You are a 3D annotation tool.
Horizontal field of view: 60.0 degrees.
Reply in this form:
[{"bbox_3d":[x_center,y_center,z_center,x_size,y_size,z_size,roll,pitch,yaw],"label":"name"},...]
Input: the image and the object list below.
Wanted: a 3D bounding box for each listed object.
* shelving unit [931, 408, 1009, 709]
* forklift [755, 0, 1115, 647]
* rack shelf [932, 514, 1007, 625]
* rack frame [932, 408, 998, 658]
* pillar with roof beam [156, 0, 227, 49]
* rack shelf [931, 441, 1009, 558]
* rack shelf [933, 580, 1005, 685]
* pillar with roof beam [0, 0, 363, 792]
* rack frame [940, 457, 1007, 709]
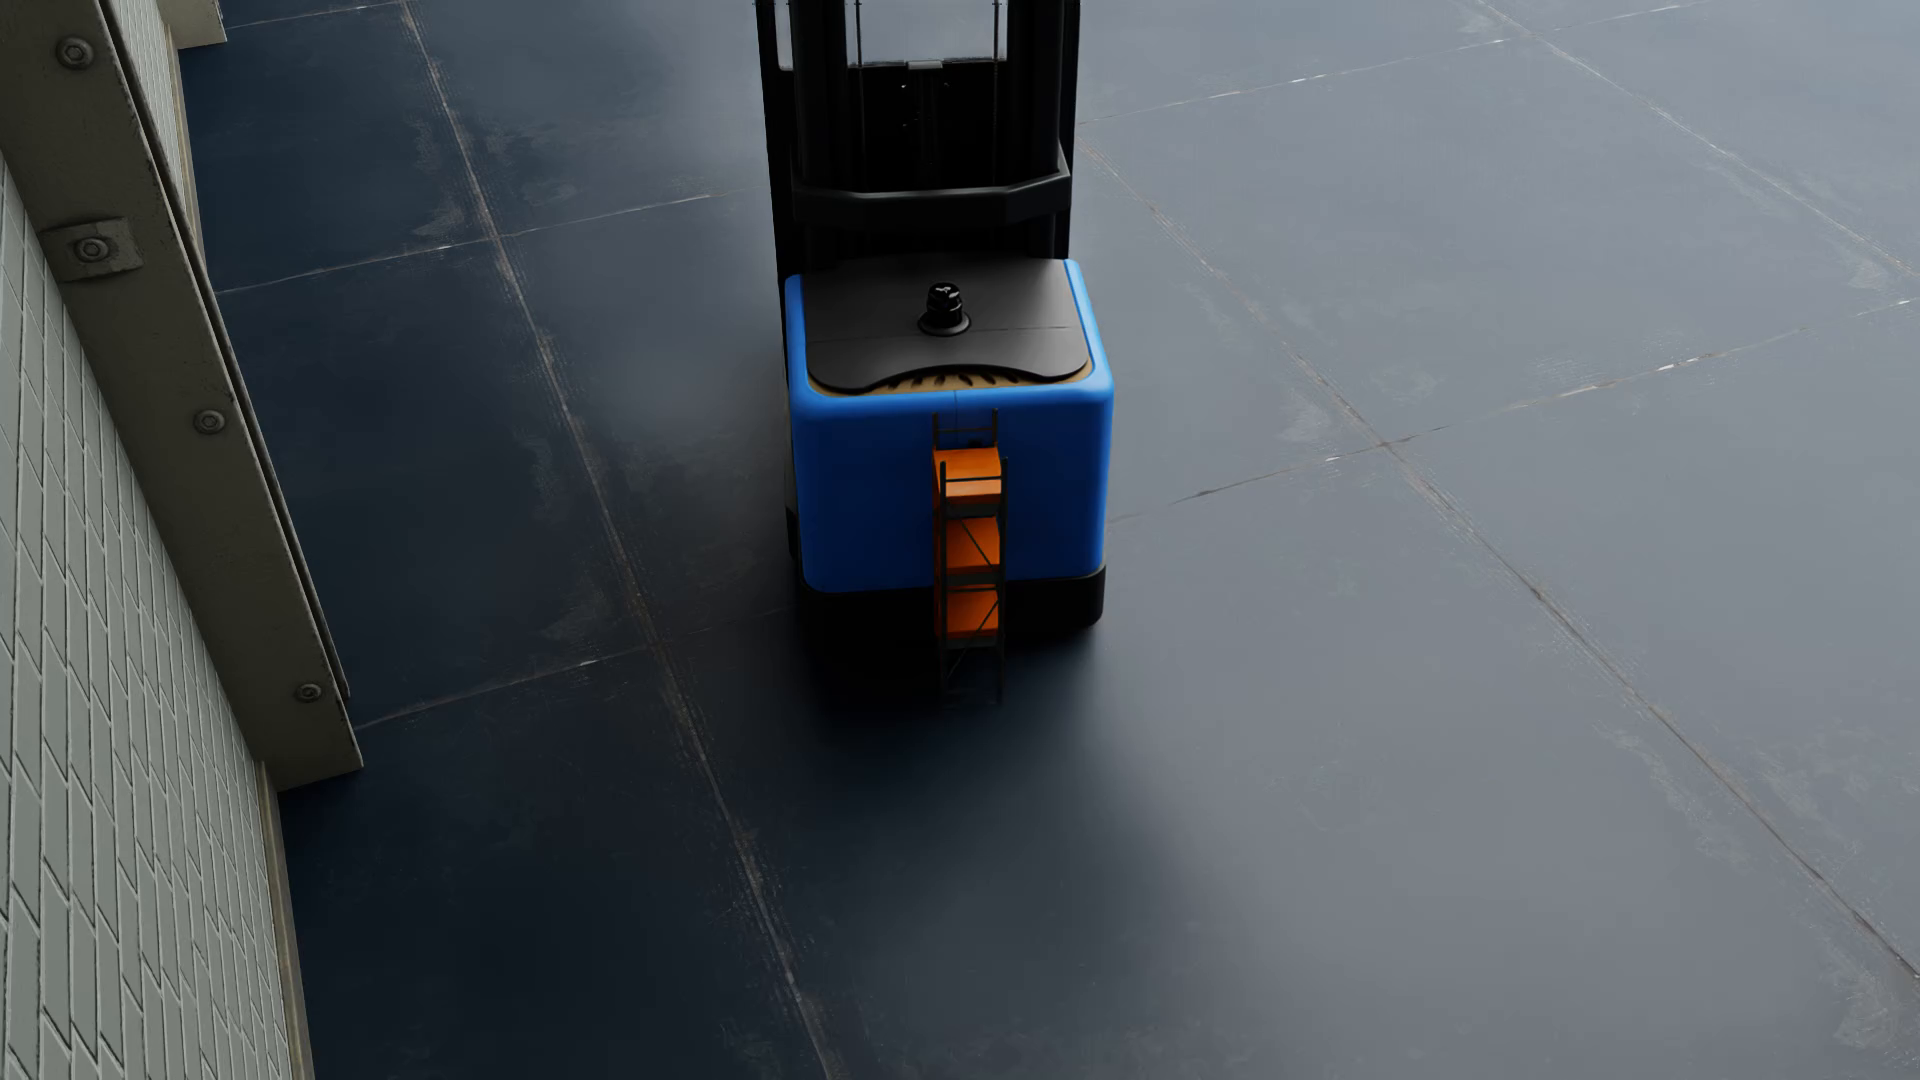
[{"bbox_3d":[0.028,0.082,5.350,0.215,1.050,0.252,-4,41,-5],"label":"shelving unit"},{"bbox_3d":[-0.166,-1.699,5.977,1.130,2.935,3.031,-4,41,-5],"label":"forklift"},{"bbox_3d":[0.028,0.090,5.357,0.215,0.259,0.240,-4,41,-5],"label":"rack shelf"},{"bbox_3d":[0.015,0.003,5.442,0.200,1.050,0.008,-4,41,-5],"label":"rack frame"},{"bbox_3d":[-0.471,-7.443,8.004,9.100,9.000,0.400,-15,43,-17],"label":"pillar with roof beam"},{"bbox_3d":[0.028,-0.125,5.172,0.215,0.259,0.240,-4,41,-5],"label":"rack shelf"},{"bbox_3d":[0.028,0.300,5.538,0.215,0.259,0.240,-4,41,-5],"label":"rack shelf"},{"bbox_3d":[1.825,-3.829,3.800,9.100,9.000,0.400,-15,43,-17],"label":"pillar with roof beam"},{"bbox_3d":[0.041,0.161,5.258,0.200,1.050,0.008,-4,41,-5],"label":"rack frame"}]
